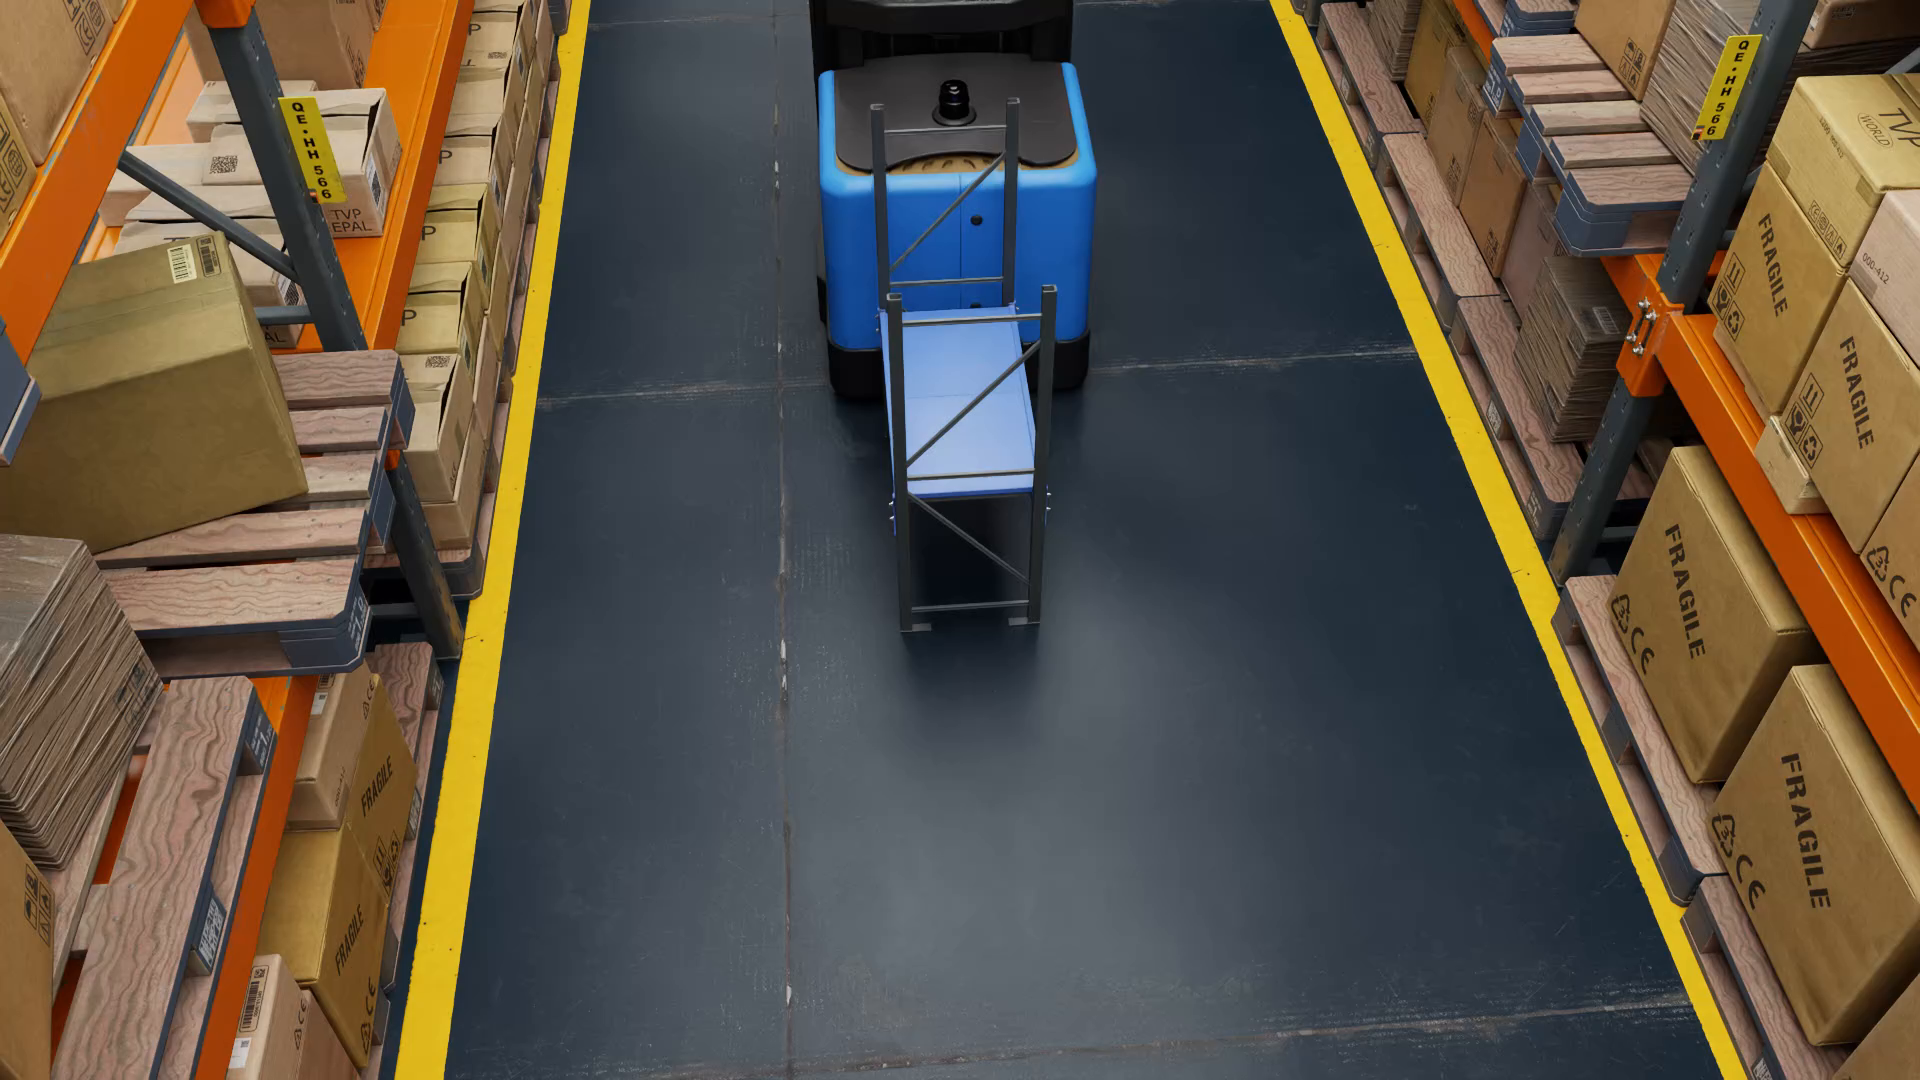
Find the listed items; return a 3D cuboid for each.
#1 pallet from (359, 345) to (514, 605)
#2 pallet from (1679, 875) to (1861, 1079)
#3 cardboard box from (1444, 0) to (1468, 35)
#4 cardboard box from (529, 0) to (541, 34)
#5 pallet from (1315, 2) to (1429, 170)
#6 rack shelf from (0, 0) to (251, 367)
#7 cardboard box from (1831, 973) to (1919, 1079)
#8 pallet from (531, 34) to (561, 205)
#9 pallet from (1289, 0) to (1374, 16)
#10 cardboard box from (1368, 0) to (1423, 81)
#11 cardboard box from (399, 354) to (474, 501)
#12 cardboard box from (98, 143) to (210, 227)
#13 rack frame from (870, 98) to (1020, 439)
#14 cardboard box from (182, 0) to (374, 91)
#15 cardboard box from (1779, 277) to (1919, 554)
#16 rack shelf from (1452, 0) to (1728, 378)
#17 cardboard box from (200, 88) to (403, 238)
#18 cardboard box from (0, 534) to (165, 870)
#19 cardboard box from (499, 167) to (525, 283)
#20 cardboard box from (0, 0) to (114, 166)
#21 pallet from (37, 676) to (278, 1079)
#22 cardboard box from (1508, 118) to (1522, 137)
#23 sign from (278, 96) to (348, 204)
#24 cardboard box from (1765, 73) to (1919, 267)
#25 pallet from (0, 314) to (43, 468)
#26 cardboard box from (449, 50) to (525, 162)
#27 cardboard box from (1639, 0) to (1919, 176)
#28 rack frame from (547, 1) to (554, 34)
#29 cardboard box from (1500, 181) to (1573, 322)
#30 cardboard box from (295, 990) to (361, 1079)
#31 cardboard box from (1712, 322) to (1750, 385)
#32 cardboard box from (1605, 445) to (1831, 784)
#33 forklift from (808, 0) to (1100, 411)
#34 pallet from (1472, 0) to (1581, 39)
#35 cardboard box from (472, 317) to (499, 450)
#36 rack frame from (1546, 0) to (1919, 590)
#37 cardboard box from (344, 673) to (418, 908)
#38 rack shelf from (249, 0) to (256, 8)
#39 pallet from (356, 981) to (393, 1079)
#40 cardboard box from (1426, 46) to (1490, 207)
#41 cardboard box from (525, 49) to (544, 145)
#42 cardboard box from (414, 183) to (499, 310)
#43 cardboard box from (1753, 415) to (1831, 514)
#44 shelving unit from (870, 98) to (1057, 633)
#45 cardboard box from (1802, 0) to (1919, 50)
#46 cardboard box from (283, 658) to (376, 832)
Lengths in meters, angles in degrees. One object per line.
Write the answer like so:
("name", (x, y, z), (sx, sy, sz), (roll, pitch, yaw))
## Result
("pallet", (-2.290, -0.261, 6.352), (1.003, 0.211, 1.213), (-3, 47, -3))
("pallet", (2.766, 1.489, 4.695), (1.003, 0.211, 1.213), (-3, 47, -3))
("cardboard box", (2.460, -2.519, 7.472), (0.500, 0.250, 0.500), (-4, 47, -4))
("cardboard box", (-2.275, -2.632, 7.895), (0.500, 0.311, 0.500), (-3, 47, -3))
("pallet", (2.408, -2.298, 8.281), (1.003, 0.211, 1.213), (-3, 47, -3))
("rack shelf", (-2.092, 0.041, 2.575), (1.077, 0.370, 4.000), (-3, 47, -3))
("cardboard box", (2.750, 1.458, 3.995), (0.750, 0.750, 0.750), (-2, 47, -2))
("pallet", (-2.494, -2.026, 8.024), (1.003, 0.211, 1.213), (-3, 47, -3))
("pallet", (2.250, -3.345, 9.272), (1.003, 0.211, 1.213), (-3, 47, -3))
("cardboard box", (2.419, -2.580, 8.046), (0.700, 0.500, 0.500), (-2, 47, -2))
("cardboard box", (-2.011, -0.410, 5.791), (0.500, 0.311, 0.500), (-2, 47, -2))
("cardboard box", (-2.611, -1.169, 5.465), (0.380, 0.149, 0.250), (-3, 47, -3))
("rack frame", (-0.050, -0.945, 6.112), (0.500, 1.500, 0.032), (-3, 47, -3))
("cardboard box", (-2.417, -1.869, 5.885), (0.500, 0.500, 0.500), (-6, 47, -5))
("cardboard box", (2.496, -0.323, 4.202), (0.500, 0.500, 0.500), (-2, 47, -2))
("rack shelf", (2.509, -2.125, 6.692), (1.077, 0.370, 4.000), (-3, 47, -3))
("cardboard box", (-2.142, -1.250, 5.429), (0.500, 0.311, 0.500), (-4, 47, -4))
("cardboard box", (-2.209, 0.321, 3.521), (0.700, 0.500, 0.500), (4, 47, 4))
("cardboard box", (-2.146, -1.328, 7.046), (0.500, 0.250, 0.500), (-3, 47, -2))
("cardboard box", (-2.147, -1.005, 3.001), (0.910, 0.500, 0.500), (-3, 47, -3))
("pallet", (-2.092, 0.851, 3.510), (1.003, 0.211, 1.213), (-3, 47, -3))
("cardboard box", (2.531, -1.781, 6.773), (0.500, 0.250, 0.500), (-4, 47, -3))
("sign", (-1.720, -1.033, 4.419), (0.100, 0.325, 0.005), (-3, 47, -3))
("cardboard box", (2.460, -0.962, 4.291), (0.500, 0.250, 0.500), (-2, 47, -2))
("pallet", (-2.000, 0.079, 2.173), (1.213, 0.211, 1.003), (-3, 47, -3))
("cardboard box", (-2.186, -1.895, 7.197), (0.500, 0.311, 0.500), (-4, 47, -3))
("cardboard box", (2.627, -1.451, 5.186), (0.700, 0.500, 0.500), (-8, 47, -8))
("rack frame", (-2.595, -3.516, 7.514), (1.000, 3.000, 0.127), (-3, 47, -3))
("cardboard box", (2.637, -1.115, 6.659), (0.700, 0.500, 0.500), (-4, 47, -3))
("cardboard box", (-1.855, 1.503, 4.180), (0.500, 0.500, 0.500), (-5, 47, -5))
("cardboard box", (2.473, -0.594, 4.906), (0.380, 0.149, 0.250), (-4, 47, -4))
("cardboard box", (2.607, 0.209, 5.177), (0.750, 0.750, 0.750), (-4, 47, -4))
("forklift", (-0.088, -2.590, 6.684), (1.130, 2.935, 3.031), (-3, 47, -3))
("pallet", (2.470, -2.289, 6.484), (1.003, 0.211, 1.213), (-3, 47, -3))
("cardboard box", (-2.054, -0.581, 6.339), (0.500, 0.250, 0.500), (-5, 47, -4))
("rack frame", (2.676, -0.926, 5.061), (1.000, 3.000, 0.127), (-3, 47, -3))
("cardboard box", (-1.948, 0.749, 4.893), (0.500, 0.500, 0.500), (-2, 47, -2))
("rack shelf", (-2.427, -2.853, 5.316), (1.077, 0.370, 4.000), (-3, 47, -3))
("pallet", (-2.136, 1.760, 4.438), (1.003, 0.211, 1.213), (-3, 47, -3))
("cardboard box", (2.515, -1.837, 7.343), (0.700, 0.500, 0.500), (-3, 47, -3))
("cardboard box", (-2.231, -2.066, 7.746), (0.500, 0.250, 0.500), (-4, 47, -4))
("cardboard box", (-2.104, -1.159, 6.500), (0.500, 0.311, 0.500), (-5, 47, -4))
("cardboard box", (2.423, -0.214, 4.546), (0.380, 0.149, 0.250), (-2, 47, -2))
("shelving unit", (-0.007, -0.577, 5.764), (0.538, 1.500, 1.048), (-3, 47, -3))
("cardboard box", (2.617, -1.582, 4.864), (0.380, 0.149, 0.250), (-9, 47, -8))
("cardboard box", (-1.939, 0.531, 4.583), (0.500, 0.250, 0.500), (-2, 47, -2))
